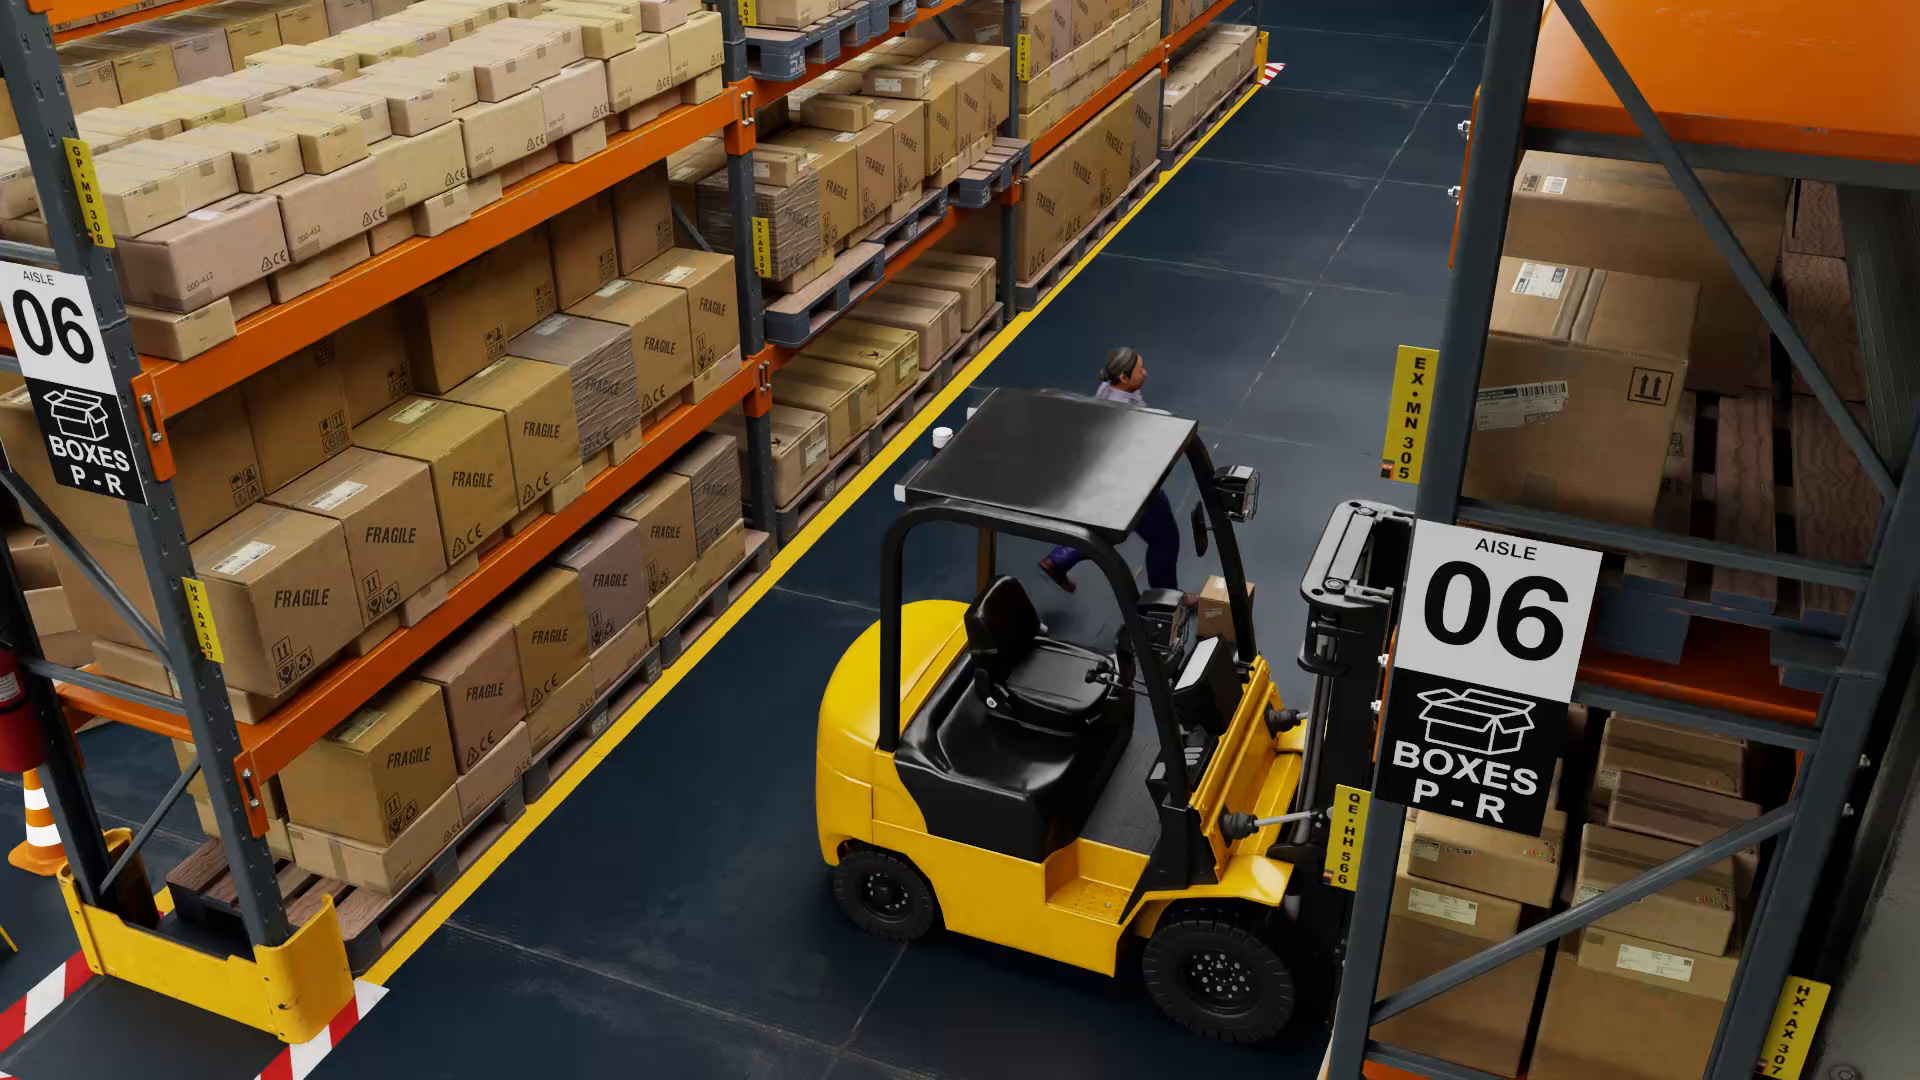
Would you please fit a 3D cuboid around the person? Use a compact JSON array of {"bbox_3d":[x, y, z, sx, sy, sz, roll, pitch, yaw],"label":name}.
[{"bbox_3d":[0.908,-0.311,8.967,0.898,1.605,0.482,-8,31,-14],"label":"person"}]
